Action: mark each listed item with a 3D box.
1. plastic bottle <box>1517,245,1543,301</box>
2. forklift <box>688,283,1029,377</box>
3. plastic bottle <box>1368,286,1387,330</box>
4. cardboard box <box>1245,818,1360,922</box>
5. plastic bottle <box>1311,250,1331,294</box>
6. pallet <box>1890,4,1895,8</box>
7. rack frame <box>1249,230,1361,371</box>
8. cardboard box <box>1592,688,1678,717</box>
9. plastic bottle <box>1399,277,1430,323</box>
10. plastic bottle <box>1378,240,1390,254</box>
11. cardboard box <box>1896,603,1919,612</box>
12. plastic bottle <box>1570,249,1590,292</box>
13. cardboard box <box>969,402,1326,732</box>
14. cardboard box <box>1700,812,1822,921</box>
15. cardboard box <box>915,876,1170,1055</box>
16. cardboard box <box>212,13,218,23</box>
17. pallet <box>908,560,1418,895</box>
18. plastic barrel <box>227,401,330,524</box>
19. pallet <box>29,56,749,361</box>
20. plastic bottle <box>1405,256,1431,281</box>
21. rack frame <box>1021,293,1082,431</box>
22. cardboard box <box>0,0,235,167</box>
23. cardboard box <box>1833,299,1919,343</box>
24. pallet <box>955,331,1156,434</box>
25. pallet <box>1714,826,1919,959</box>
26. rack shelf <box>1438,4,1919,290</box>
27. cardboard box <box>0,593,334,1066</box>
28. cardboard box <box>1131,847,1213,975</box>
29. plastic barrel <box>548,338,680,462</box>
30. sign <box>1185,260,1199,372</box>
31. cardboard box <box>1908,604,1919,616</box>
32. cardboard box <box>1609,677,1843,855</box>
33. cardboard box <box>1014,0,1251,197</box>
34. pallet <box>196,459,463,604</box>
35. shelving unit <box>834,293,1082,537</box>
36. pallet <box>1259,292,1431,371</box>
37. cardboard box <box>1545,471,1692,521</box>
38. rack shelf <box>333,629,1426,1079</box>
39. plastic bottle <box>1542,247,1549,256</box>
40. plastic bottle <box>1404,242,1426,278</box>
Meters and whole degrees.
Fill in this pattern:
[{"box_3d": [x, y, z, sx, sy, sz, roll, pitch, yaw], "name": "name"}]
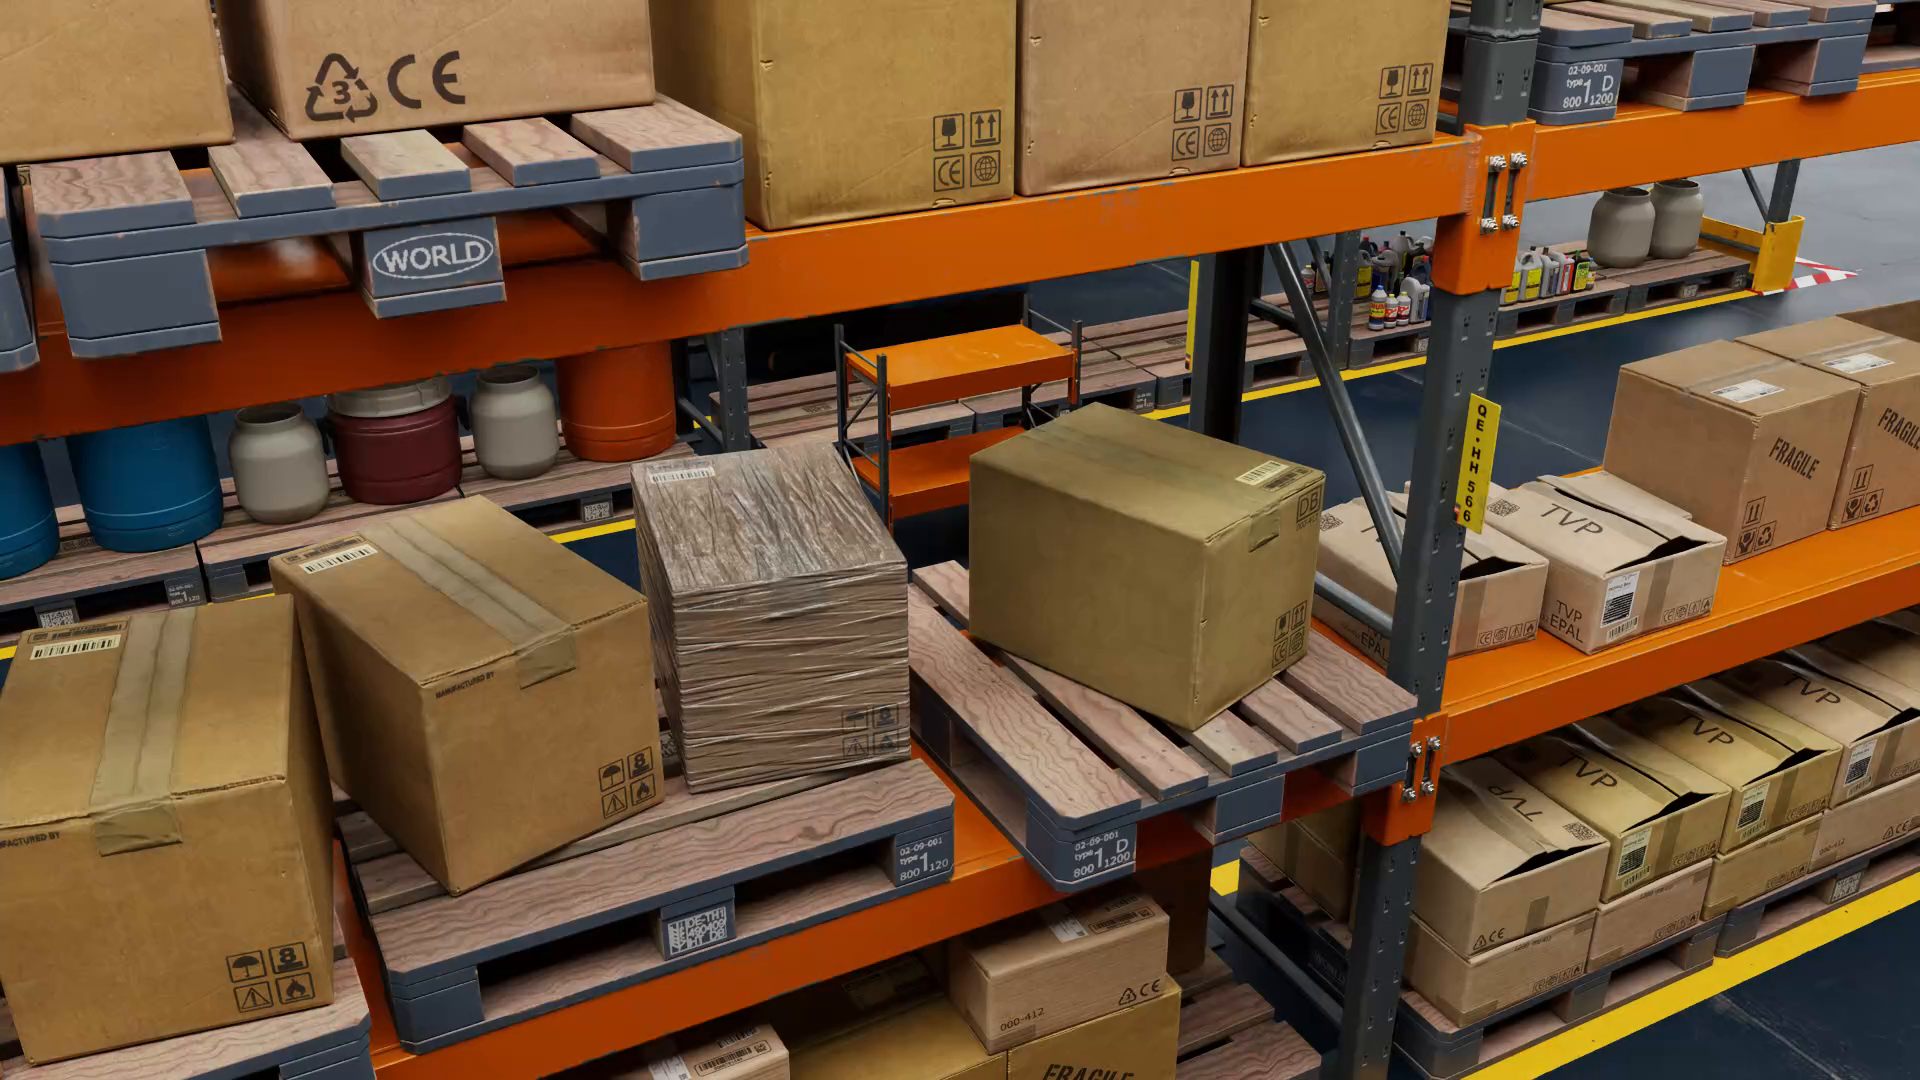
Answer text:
[{"box_3d": [3.763, -1.777, 11.038, 0.185, 0.351, 0.144, -12, 28, -23], "name": "plastic bottle"}, {"box_3d": [-1.092, -2.600, 10.279, 3.031, 2.935, 1.130, -13, 28, -25], "name": "forklift"}, {"box_3d": [2.637, -1.470, 10.490, 0.097, 0.271, 0.097, 0, 26, 0], "name": "plastic bottle"}, {"box_3d": [1.297, 0.953, 5.491, 0.500, 0.250, 0.500, -12, 28, -24], "name": "cardboard box"}, {"box_3d": [2.419, -1.802, 11.167, 0.133, 0.283, 0.061, -11, 28, -23], "name": "plastic bottle"}, {"box_3d": [3.705, -1.793, 5.274, 1.217, 0.209, 0.805, -14, 29, -27], "name": "pallet"}, {"box_3d": [2.150, -2.604, 10.208, 0.127, 3.000, 1.000, -13, 29, -25], "name": "rack frame"}, {"box_3d": [2.196, 0.490, 5.808, 0.500, 0.311, 0.500, -13, 29, -25], "name": "cardboard box"}, {"box_3d": [2.909, -1.548, 10.648, 0.135, 0.276, 0.152, -12, 28, -23], "name": "plastic bottle"}, {"box_3d": [2.876, -1.907, 11.387, 0.133, 0.283, 0.061, -11, 28, -22], "name": "plastic bottle"}, {"box_3d": [3.551, 0.175, 6.464, 0.500, 0.311, 0.500, -13, 29, -26], "name": "cardboard box"}, {"box_3d": [4.170, -1.820, 11.205, 0.133, 0.283, 0.061, -12, 28, -24], "name": "plastic bottle"}, {"box_3d": [0.445, 0.040, 4.100, 0.700, 0.500, 0.500, 22, 33, 38], "name": "cardboard box"}, {"box_3d": [2.447, 0.948, 5.501, 0.500, 0.250, 0.500, -14, 29, -26], "name": "cardboard box"}, {"box_3d": [0.185, 0.987, 4.242, 0.500, 0.250, 0.500, -12, 28, -23], "name": "cardboard box"}, {"box_3d": [-5.172, -3.519, 11.999, 0.500, 0.500, 0.500, -14, 29, -26], "name": "cardboard box"}, {"box_3d": [0.383, 0.355, 4.267, 1.003, 0.211, 1.213, -13, 29, -25], "name": "pallet"}, {"box_3d": [-3.256, -0.372, 7.948, 0.421, 0.512, 0.421, 0, 26, 0], "name": "plastic barrel"}, {"box_3d": [-1.060, -0.668, 2.927, 1.003, 0.211, 1.213, -13, 29, -25], "name": "pallet"}, {"box_3d": [2.989, -1.669, 10.813, 0.185, 0.351, 0.144, -13, 29, -25], "name": "plastic bottle"}, {"box_3d": [0.443, -0.609, 8.219, 0.032, 1.125, 0.500, -13, 29, -25], "name": "rack frame"}, {"box_3d": [-1.524, -0.933, 2.546, 0.600, 0.600, 0.600, -13, 29, -26], "name": "cardboard box"}, {"box_3d": [3.327, -0.499, 5.708, 0.500, 0.500, 0.500, -11, 28, -21], "name": "cardboard box"}, {"box_3d": [0.397, -0.922, 9.926, 1.213, 0.211, 1.003, -13, 29, -25], "name": "pallet"}, {"box_3d": [2.768, 0.961, 6.005, 1.213, 0.211, 1.003, -13, 29, -25], "name": "pallet"}, {"box_3d": [2.712, -1.332, 4.924, 4.000, 0.370, 1.077, -13, 29, -25], "name": "rack shelf"}, {"box_3d": [-1.482, 0.508, 3.125, 0.500, 0.500, 0.700, -8, 27, -17], "name": "cardboard box"}, {"box_3d": [0.412, 1.015, 5.049, 0.500, 0.500, 0.500, -12, 28, -23], "name": "cardboard box"}, {"box_3d": [-1.804, -0.894, 8.669, 0.708, 0.830, 0.600, -13, 29, -25], "name": "plastic barrel"}, {"box_3d": [0.684, -0.630, 4.759, 0.005, 0.325, 0.100, -13, 29, -25], "name": "sign"}, {"box_3d": [3.799, 0.386, 6.023, 0.500, 0.311, 0.500, -12, 28, -24], "name": "cardboard box"}, {"box_3d": [2.459, 0.693, 5.385, 0.500, 0.311, 0.500, -14, 29, -26], "name": "cardboard box"}, {"box_3d": [0.129, -1.088, 3.470, 0.500, 0.500, 0.910, -13, 29, -25], "name": "cardboard box"}, {"box_3d": [-3.131, -0.109, 8.233, 1.213, 0.211, 1.003, -13, 29, -25], "name": "pallet"}, {"box_3d": [-0.006, -0.506, 8.004, 1.048, 1.125, 0.538, -13, 29, -25], "name": "shelving unit"}, {"box_3d": [2.762, -1.468, 11.063, 1.213, 0.211, 1.003, -13, 29, -25], "name": "pallet"}, {"box_3d": [2.046, -0.065, 5.209, 0.250, 0.149, 0.380, -11, 28, -21], "name": "cardboard box"}, {"box_3d": [-0.817, 0.835, 3.877, 4.000, 0.370, 1.077, -13, 29, -25], "name": "rack shelf"}, {"box_3d": [3.979, -1.851, 11.269, 0.133, 0.283, 0.061, -13, 29, -25], "name": "plastic bottle"}, {"box_3d": [3.107, -1.890, 11.351, 0.133, 0.283, 0.061, -13, 29, -25], "name": "plastic bottle"}]
